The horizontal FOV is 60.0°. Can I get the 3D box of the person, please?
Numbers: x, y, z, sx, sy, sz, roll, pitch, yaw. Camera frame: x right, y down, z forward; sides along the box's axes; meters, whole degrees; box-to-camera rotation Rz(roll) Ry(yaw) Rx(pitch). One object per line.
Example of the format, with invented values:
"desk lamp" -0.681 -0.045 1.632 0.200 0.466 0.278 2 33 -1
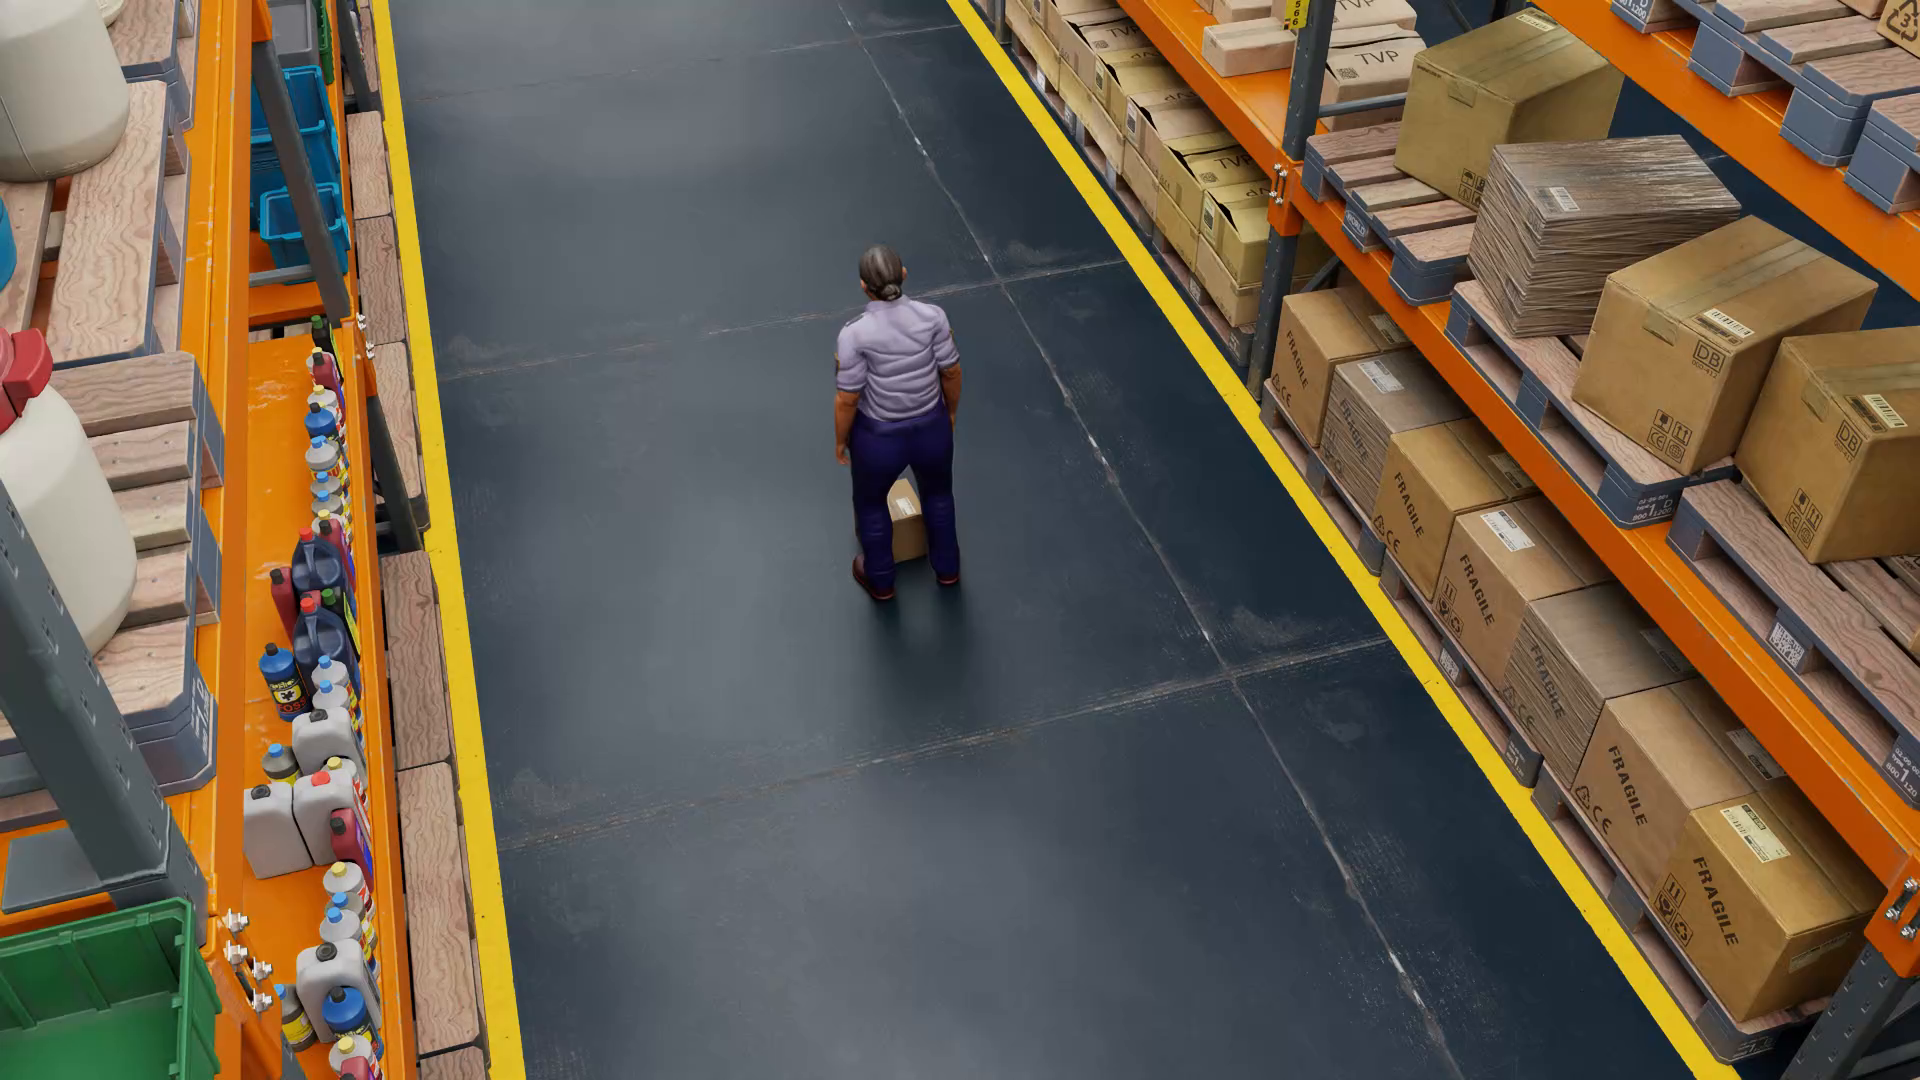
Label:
"person" -0.236 -0.433 6.651 0.561 1.636 0.377 -15 44 -15
